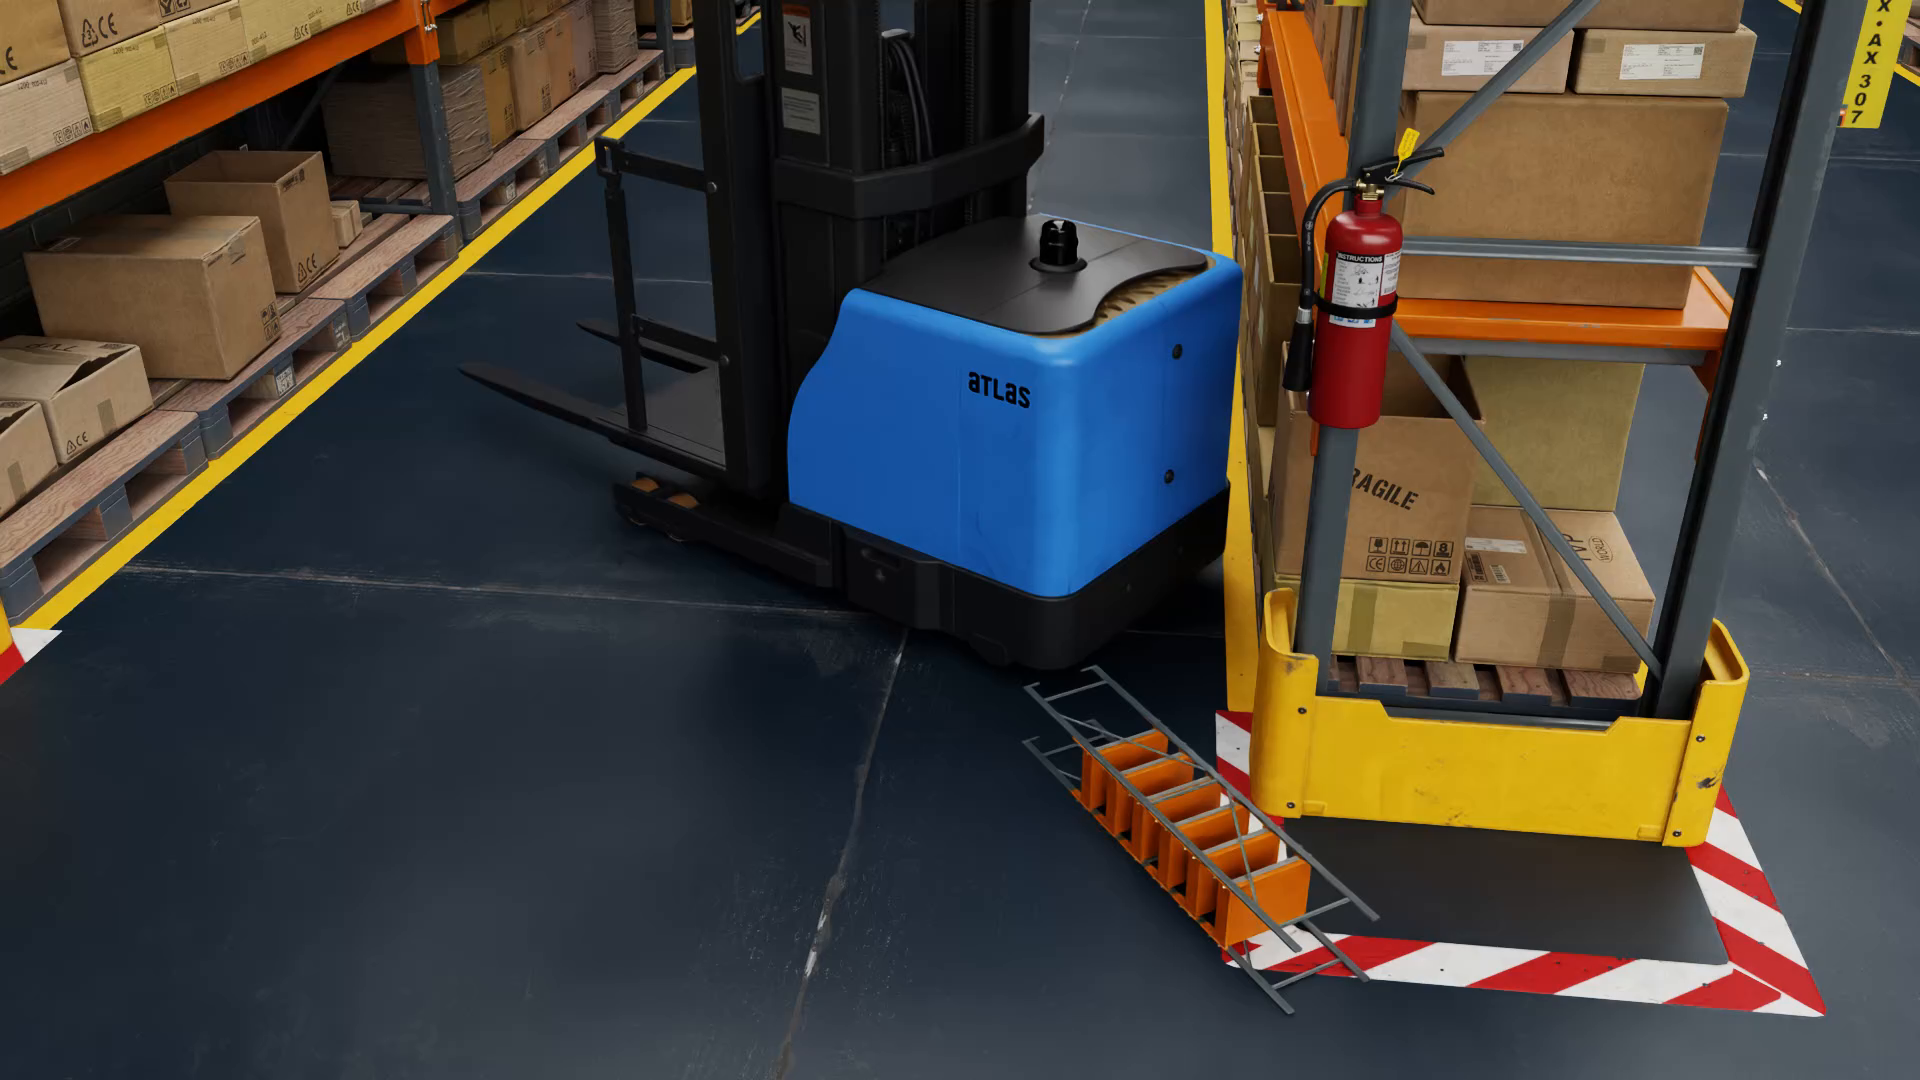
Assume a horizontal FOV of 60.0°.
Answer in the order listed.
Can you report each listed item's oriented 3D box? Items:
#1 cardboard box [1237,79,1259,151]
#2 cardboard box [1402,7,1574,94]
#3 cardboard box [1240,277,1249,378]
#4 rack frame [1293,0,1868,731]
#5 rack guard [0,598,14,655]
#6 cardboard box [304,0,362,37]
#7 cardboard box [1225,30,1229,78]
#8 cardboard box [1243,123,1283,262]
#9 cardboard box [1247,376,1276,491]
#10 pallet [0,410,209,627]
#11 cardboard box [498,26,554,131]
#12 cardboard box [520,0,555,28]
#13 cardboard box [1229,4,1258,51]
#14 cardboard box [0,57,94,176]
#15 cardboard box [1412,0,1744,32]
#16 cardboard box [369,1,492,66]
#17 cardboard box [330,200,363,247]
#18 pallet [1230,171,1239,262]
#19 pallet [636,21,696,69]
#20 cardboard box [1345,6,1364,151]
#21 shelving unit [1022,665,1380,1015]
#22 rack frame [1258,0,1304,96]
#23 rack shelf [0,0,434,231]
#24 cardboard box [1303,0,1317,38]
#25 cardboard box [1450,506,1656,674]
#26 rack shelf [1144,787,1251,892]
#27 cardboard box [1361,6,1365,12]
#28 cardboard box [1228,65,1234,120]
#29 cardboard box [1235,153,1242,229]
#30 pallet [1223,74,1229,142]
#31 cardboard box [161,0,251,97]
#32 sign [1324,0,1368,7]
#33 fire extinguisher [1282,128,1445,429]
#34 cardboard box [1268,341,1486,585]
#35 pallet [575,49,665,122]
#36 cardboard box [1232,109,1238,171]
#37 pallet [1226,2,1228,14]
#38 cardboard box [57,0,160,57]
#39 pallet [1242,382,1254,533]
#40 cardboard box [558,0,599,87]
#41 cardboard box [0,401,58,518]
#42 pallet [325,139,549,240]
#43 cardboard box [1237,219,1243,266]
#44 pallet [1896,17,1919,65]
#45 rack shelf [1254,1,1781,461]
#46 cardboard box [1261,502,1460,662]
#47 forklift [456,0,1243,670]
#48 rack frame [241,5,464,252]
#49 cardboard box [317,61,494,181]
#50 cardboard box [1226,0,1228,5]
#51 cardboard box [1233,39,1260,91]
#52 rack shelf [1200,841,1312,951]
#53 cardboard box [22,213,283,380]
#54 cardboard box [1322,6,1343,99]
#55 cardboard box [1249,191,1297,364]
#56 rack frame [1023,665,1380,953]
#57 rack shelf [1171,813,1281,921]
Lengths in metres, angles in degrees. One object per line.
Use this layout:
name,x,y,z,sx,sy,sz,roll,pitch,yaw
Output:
cardboard box,1.691,-2.209,8.553,0.500,0.311,0.500,4,29,8
cardboard box,1.236,-1.173,3.975,0.380,0.149,0.250,3,28,5
cardboard box,1.378,-0.839,6.601,0.500,0.250,0.500,3,28,6
rack frame,1.378,-0.653,3.799,1.000,3.000,0.127,3,28,6
rack guard,-3.529,0.126,4.989,1.175,0.500,0.348,3,28,6
cardboard box,-2.875,-2.290,6.974,0.500,0.250,0.500,3,29,6
cardboard box,2.003,-3.163,10.915,0.500,0.250,0.500,3,28,6
cardboard box,1.447,-1.404,6.859,0.500,0.500,0.500,3,28,6
cardboard box,1.260,-0.368,5.727,0.500,0.250,0.500,3,28,6
pallet,-3.395,-0.127,5.763,1.003,0.211,1.213,3,28,6
cardboard box,-2.859,-2.746,9.856,0.700,0.500,0.500,4,29,7
cardboard box,-2.785,-3.279,10.054,0.500,0.250,0.500,3,28,6
cardboard box,1.947,-3.162,10.322,0.500,0.311,0.500,3,28,5
cardboard box,-3.114,-1.338,5.208,0.500,0.250,0.500,2,28,5
cardboard box,1.455,-1.512,3.920,0.700,0.500,0.500,3,29,6
cardboard box,-2.924,-2.800,9.165,0.500,0.250,0.500,3,28,5
cardboard box,-3.084,-1.514,7.922,0.380,0.166,0.250,0,28,0
pallet,1.920,-1.657,8.603,1.003,0.211,1.213,3,28,6
pallet,-2.387,-3.843,12.662,1.003,0.211,1.213,3,28,6
cardboard box,1.574,-1.396,5.074,0.700,0.500,0.500,4,29,7
shelving unit,0.562,0.712,4.224,0.258,0.189,1.200,-14,31,-25
rack frame,1.868,-2.535,7.294,1.000,3.000,0.127,3,28,6
rack shelf,-3.294,-1.563,6.248,1.077,0.370,4.000,3,28,6
cardboard box,1.820,-2.370,6.881,0.700,0.500,0.500,3,28,5
cardboard box,1.665,0.134,4.796,0.500,0.250,0.500,3,28,6
rack shelf,0.598,0.744,4.165,0.258,0.180,0.103,-14,31,-25
cardboard box,1.331,-1.535,4.647,0.380,0.149,0.250,4,29,7
cardboard box,1.884,-2.681,10.021,0.500,0.250,0.500,3,28,5
cardboard box,1.631,-1.722,8.240,0.500,0.250,0.500,3,28,6
pallet,2.219,-2.805,10.735,1.003,0.211,1.213,3,28,6
cardboard box,-2.982,-1.815,6.094,0.500,0.250,0.500,4,29,7
sign,0.841,-1.305,3.538,0.100,0.325,0.005,3,28,6
fire extinguisher,0.903,-0.590,3.764,0.296,0.674,0.183,3,28,6
cardboard box,1.149,-0.227,4.674,0.500,0.500,0.500,3,28,6
pallet,-2.656,-3.109,11.298,1.003,0.211,1.213,3,28,6
cardboard box,1.757,-2.201,9.128,0.500,0.250,0.500,4,29,7
pallet,2.786,-4.688,14.230,1.003,0.211,1.213,3,28,6
cardboard box,-3.042,-1.894,5.449,0.500,0.500,0.500,2,28,5
pallet,1.582,-0.360,6.196,1.003,0.211,1.213,3,28,6
cardboard box,-2.773,-3.220,10.736,0.700,0.500,0.500,3,28,6
cardboard box,-3.364,-0.269,5.458,0.500,0.311,0.500,0,28,0
pallet,-2.955,-1.960,9.166,1.003,0.211,1.213,3,28,6
cardboard box,1.511,-1.309,7.474,0.500,0.250,0.500,3,28,6
pallet,7.481,-3.847,12.669,1.003,0.211,1.213,3,28,6
rack shelf,1.623,-1.277,5.717,1.077,0.370,4.000,3,28,6
cardboard box,1.151,0.103,4.852,0.500,0.250,0.500,3,28,6
forklift,-0.588,-1.461,5.372,3.031,2.935,1.130,20,34,33
rack frame,-3.048,-2.822,7.825,1.000,3.000,0.127,3,28,6
cardboard box,-2.975,-2.262,8.958,0.700,0.500,0.500,4,29,8
cardboard box,2.362,-4.456,13.031,0.500,0.500,0.500,2,28,4
cardboard box,1.820,-2.680,9.428,0.500,0.311,0.500,3,28,6
rack shelf,0.711,0.844,3.979,0.258,0.180,0.103,-14,31,-25
cardboard box,-3.155,-0.963,6.547,0.700,0.500,0.500,2,28,3
cardboard box,1.697,-1.886,5.982,0.700,0.500,0.500,4,29,7
cardboard box,1.319,-0.934,5.986,0.500,0.500,0.500,3,28,6
rack frame,0.562,0.632,4.180,0.240,0.006,1.200,-14,31,-25
rack shelf,0.654,0.794,4.072,0.258,0.180,0.103,-14,31,-25
